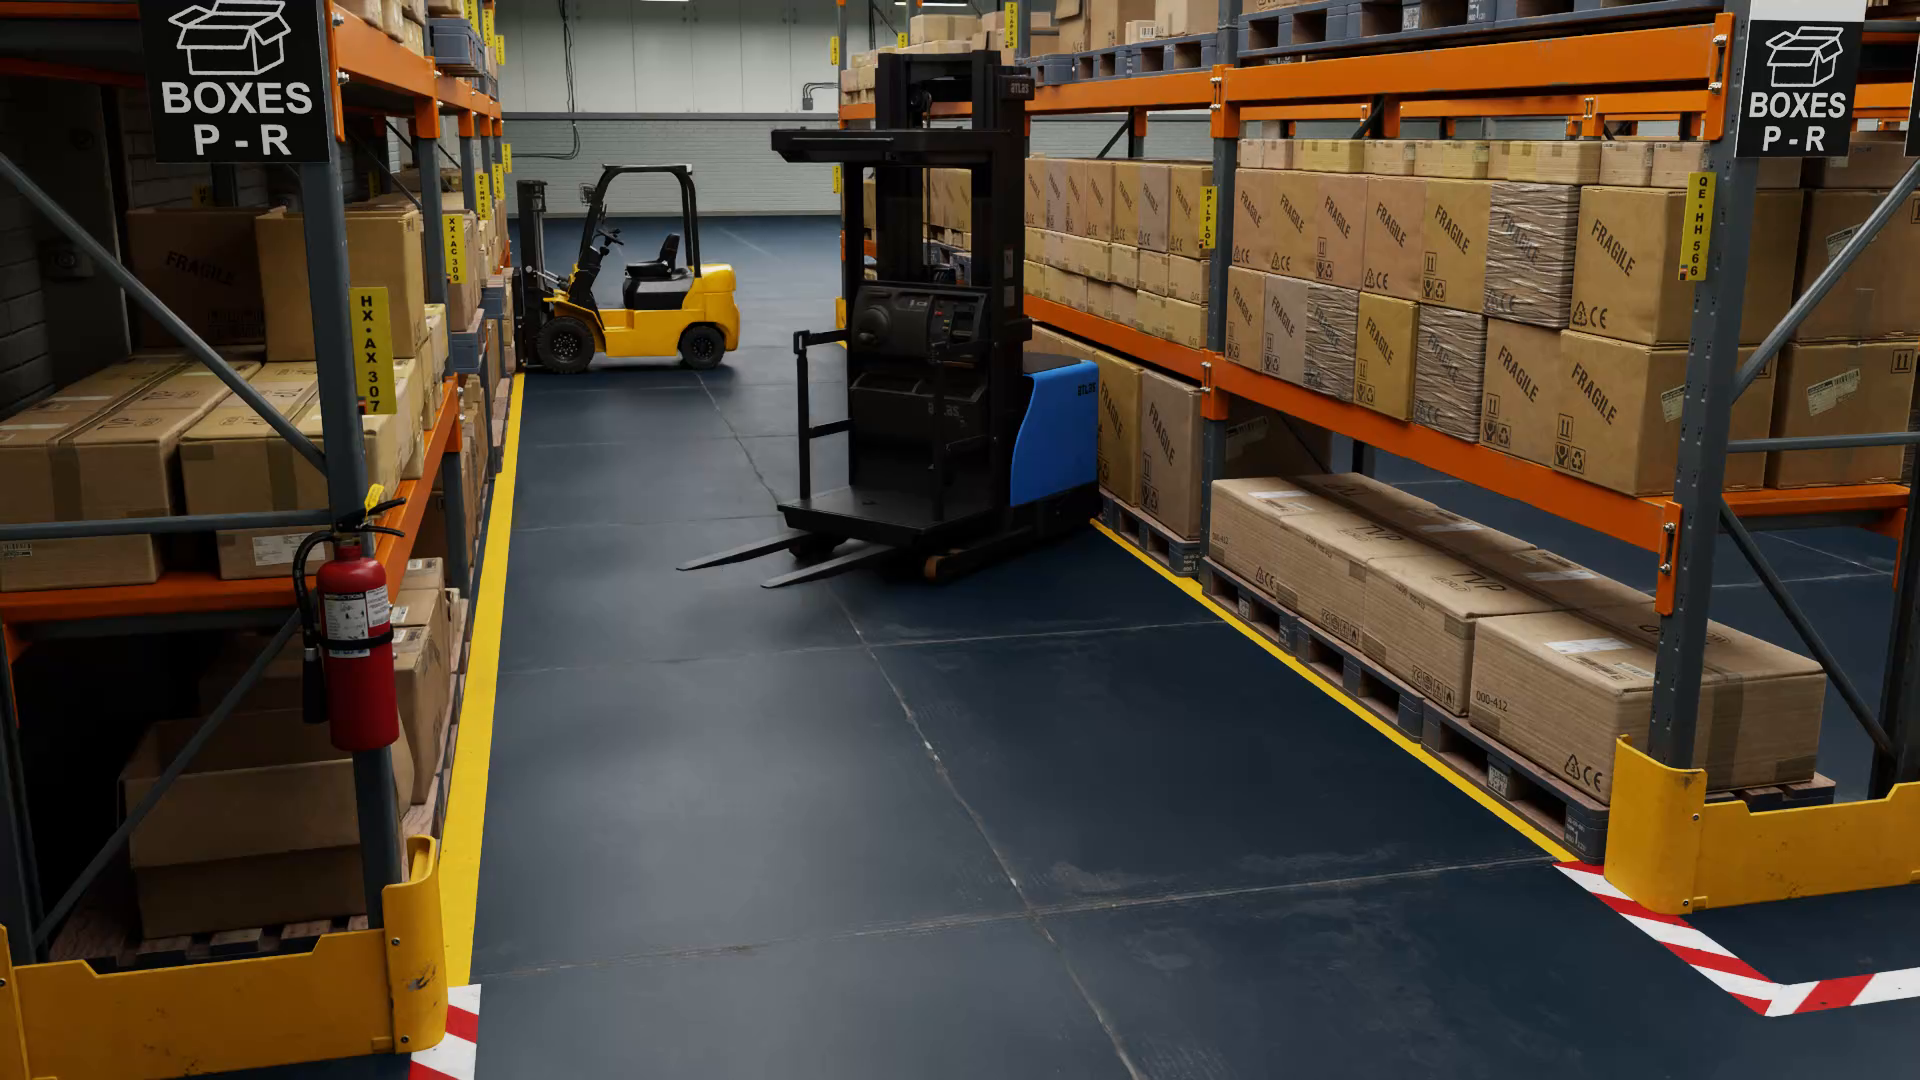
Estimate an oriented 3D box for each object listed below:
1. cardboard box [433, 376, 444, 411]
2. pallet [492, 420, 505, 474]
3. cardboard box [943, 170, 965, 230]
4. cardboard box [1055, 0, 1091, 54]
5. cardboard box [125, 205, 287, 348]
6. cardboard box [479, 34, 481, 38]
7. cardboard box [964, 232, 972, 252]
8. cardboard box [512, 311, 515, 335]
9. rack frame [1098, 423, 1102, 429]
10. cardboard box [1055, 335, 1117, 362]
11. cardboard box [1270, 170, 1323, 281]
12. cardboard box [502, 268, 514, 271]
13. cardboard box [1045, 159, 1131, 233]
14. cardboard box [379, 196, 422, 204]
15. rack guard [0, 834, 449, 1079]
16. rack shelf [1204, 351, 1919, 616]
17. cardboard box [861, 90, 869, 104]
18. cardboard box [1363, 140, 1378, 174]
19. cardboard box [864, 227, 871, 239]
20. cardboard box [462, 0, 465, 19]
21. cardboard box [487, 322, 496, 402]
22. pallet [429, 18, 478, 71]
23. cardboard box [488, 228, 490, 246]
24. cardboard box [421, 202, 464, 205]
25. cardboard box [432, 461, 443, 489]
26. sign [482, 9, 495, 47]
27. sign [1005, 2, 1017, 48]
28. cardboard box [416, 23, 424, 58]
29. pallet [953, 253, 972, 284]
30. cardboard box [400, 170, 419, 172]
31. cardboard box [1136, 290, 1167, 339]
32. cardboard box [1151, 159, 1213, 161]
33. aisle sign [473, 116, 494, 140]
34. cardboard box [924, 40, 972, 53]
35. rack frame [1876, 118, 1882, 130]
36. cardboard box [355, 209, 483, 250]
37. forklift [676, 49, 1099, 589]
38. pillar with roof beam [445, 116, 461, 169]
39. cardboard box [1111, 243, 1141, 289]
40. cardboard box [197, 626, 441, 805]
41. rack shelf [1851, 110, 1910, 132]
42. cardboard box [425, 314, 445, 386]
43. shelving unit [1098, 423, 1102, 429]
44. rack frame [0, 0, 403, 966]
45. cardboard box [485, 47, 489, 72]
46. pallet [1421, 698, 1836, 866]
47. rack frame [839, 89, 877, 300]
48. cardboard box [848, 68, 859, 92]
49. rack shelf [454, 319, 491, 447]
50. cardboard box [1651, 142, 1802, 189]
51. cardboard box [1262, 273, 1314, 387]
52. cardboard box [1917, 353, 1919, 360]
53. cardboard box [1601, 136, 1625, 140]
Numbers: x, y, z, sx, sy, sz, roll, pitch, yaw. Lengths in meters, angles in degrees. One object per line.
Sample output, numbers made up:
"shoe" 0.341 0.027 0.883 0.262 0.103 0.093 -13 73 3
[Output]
"cardboard box" -2.484 -0.654 7.315 0.380 0.149 0.250 -3 14 -12
"pallet" -4.066 -0.714 12.903 1.003 0.211 1.213 -3 14 -13
"cardboard box" 0.157 -3.001 14.669 0.500 0.500 0.500 -4 14 -15
"cardboard box" 1.148 -3.786 12.183 0.797 0.503 0.637 -4 14 -17
"cardboard box" -2.881 -1.031 6.436 0.500 0.500 0.500 -4 14 -15
"cardboard box" -4.444 -4.312 14.528 0.500 0.311 0.500 -4 14 -15
"cardboard box" 0.242 -2.533 14.119 0.380 0.149 0.250 -3 14 -12
"cardboard box" -4.891 -2.272 17.260 0.500 0.250 0.500 -3 14 -14
"rack frame" 0.725 -0.690 11.462 0.006 0.240 1.200 -6 -15 -20
"cardboard box" 1.200 -0.956 11.610 0.875 0.875 0.875 -3 14 -13
"cardboard box" 1.841 -1.525 8.031 0.500 0.500 0.500 -3 14 -14
"cardboard box" -5.379 -2.987 19.135 0.500 0.250 0.500 -3 14 -11
"cardboard box" 0.917 -2.447 11.804 0.500 0.500 0.500 -3 14 -13
"cardboard box" -4.826 -2.889 14.356 0.380 0.149 0.250 -3 14 -14
"rack guard" -2.050 1.166 4.601 1.175 0.500 0.348 -3 14 -13
"rack shelf" 2.322 -0.420 7.342 1.077 0.370 4.000 -3 14 -13
"cardboard box" -0.896 -4.942 18.544 0.380 0.149 0.250 -3 14 -13
"cardboard box" 2.023 -1.701 7.386 0.380 0.149 0.250 -3 14 -13
"cardboard box" -0.923 -3.545 19.147 0.380 0.149 0.250 -3 14 -12
"cardboard box" -2.948 -2.927 9.200 0.380 0.149 0.250 -3 14 -12
"cardboard box" -4.542 -1.550 14.571 0.875 0.625 0.625 -3 14 -14
"pallet" -3.057 -2.474 8.307 1.213 0.211 1.003 -3 14 -13
"cardboard box" -4.144 -2.516 13.668 0.500 0.250 0.500 -3 14 -12
"cardboard box" -4.011 -2.565 13.029 0.380 0.149 0.250 -3 14 -13
"cardboard box" -2.797 -0.356 8.579 0.380 0.149 0.250 -3 14 -11
"sign" -4.325 -4.693 15.242 0.100 0.325 0.005 -3 14 -13
"sign" 0.385 -3.832 12.383 0.100 0.325 0.005 -3 14 -13
"cardboard box" -2.600 -2.222 7.411 0.380 0.149 0.250 -3 14 -14
"pallet" 0.642 -2.219 13.594 1.213 0.211 1.003 -3 14 -13
"cardboard box" -5.719 -3.835 17.599 0.380 0.149 0.250 -4 14 -15
"cardboard box" 1.383 -1.365 10.010 0.500 0.250 0.500 -3 14 -14
"cardboard box" 1.527 -2.350 11.410 0.500 0.500 0.500 -3 14 -13
"aisle sign" -5.520 -5.016 19.161 0.394 0.787 0.004 -3 14 -13
"cardboard box" -0.019 -4.276 14.719 0.500 0.250 0.500 -3 14 -14
"rack frame" 13.481 -4.828 23.867 1.000 3.000 0.127 -3 14 -13
"cardboard box" -3.348 -1.764 10.225 0.797 0.503 0.637 -4 14 -14
"forklift" -0.367 -1.302 9.582 1.130 2.935 3.031 10 17 34
"pillar with roof beam" -6.545 -10.818 35.744 9.100 9.000 0.400 -3 14 -13
"cardboard box" 1.260 -1.723 10.423 0.500 0.250 0.500 -3 14 -12
"cardboard box" -2.247 0.634 5.894 0.700 0.500 0.500 -3 14 -11
"rack shelf" 10.076 -4.275 16.801 1.077 0.370 4.000 -3 14 -13
"cardboard box" -2.483 -0.806 7.097 0.500 0.250 0.500 -3 14 -13
"shelving unit" 0.639 -0.680 11.430 0.189 0.258 1.200 -6 -15 -20
"rack frame" -2.032 -0.031 4.232 1.000 3.000 0.127 -3 14 -13
"cardboard box" -4.809 -4.671 15.997 0.500 0.311 0.500 -3 14 -12
"pallet" 2.528 0.866 6.436 1.003 0.211 1.213 -3 14 -13
"rack frame" -0.966 -3.999 20.476 1.000 3.000 0.127 -3 14 -13
"cardboard box" -0.998 -5.280 19.089 0.500 0.250 0.500 -3 14 -14
"rack shelf" -3.441 -1.065 9.983 1.077 0.370 4.000 -3 14 -13
"cardboard box" 2.513 -1.229 5.454 0.380 0.149 0.250 -3 14 -12
"cardboard box" 1.822 -1.040 8.154 0.500 0.500 0.500 -3 14 -13
"cardboard box" 6.596 -1.192 11.788 0.500 0.250 0.500 -3 14 -12
"cardboard box" 8.642 -4.973 21.516 0.500 0.500 0.500 -3 14 -13
